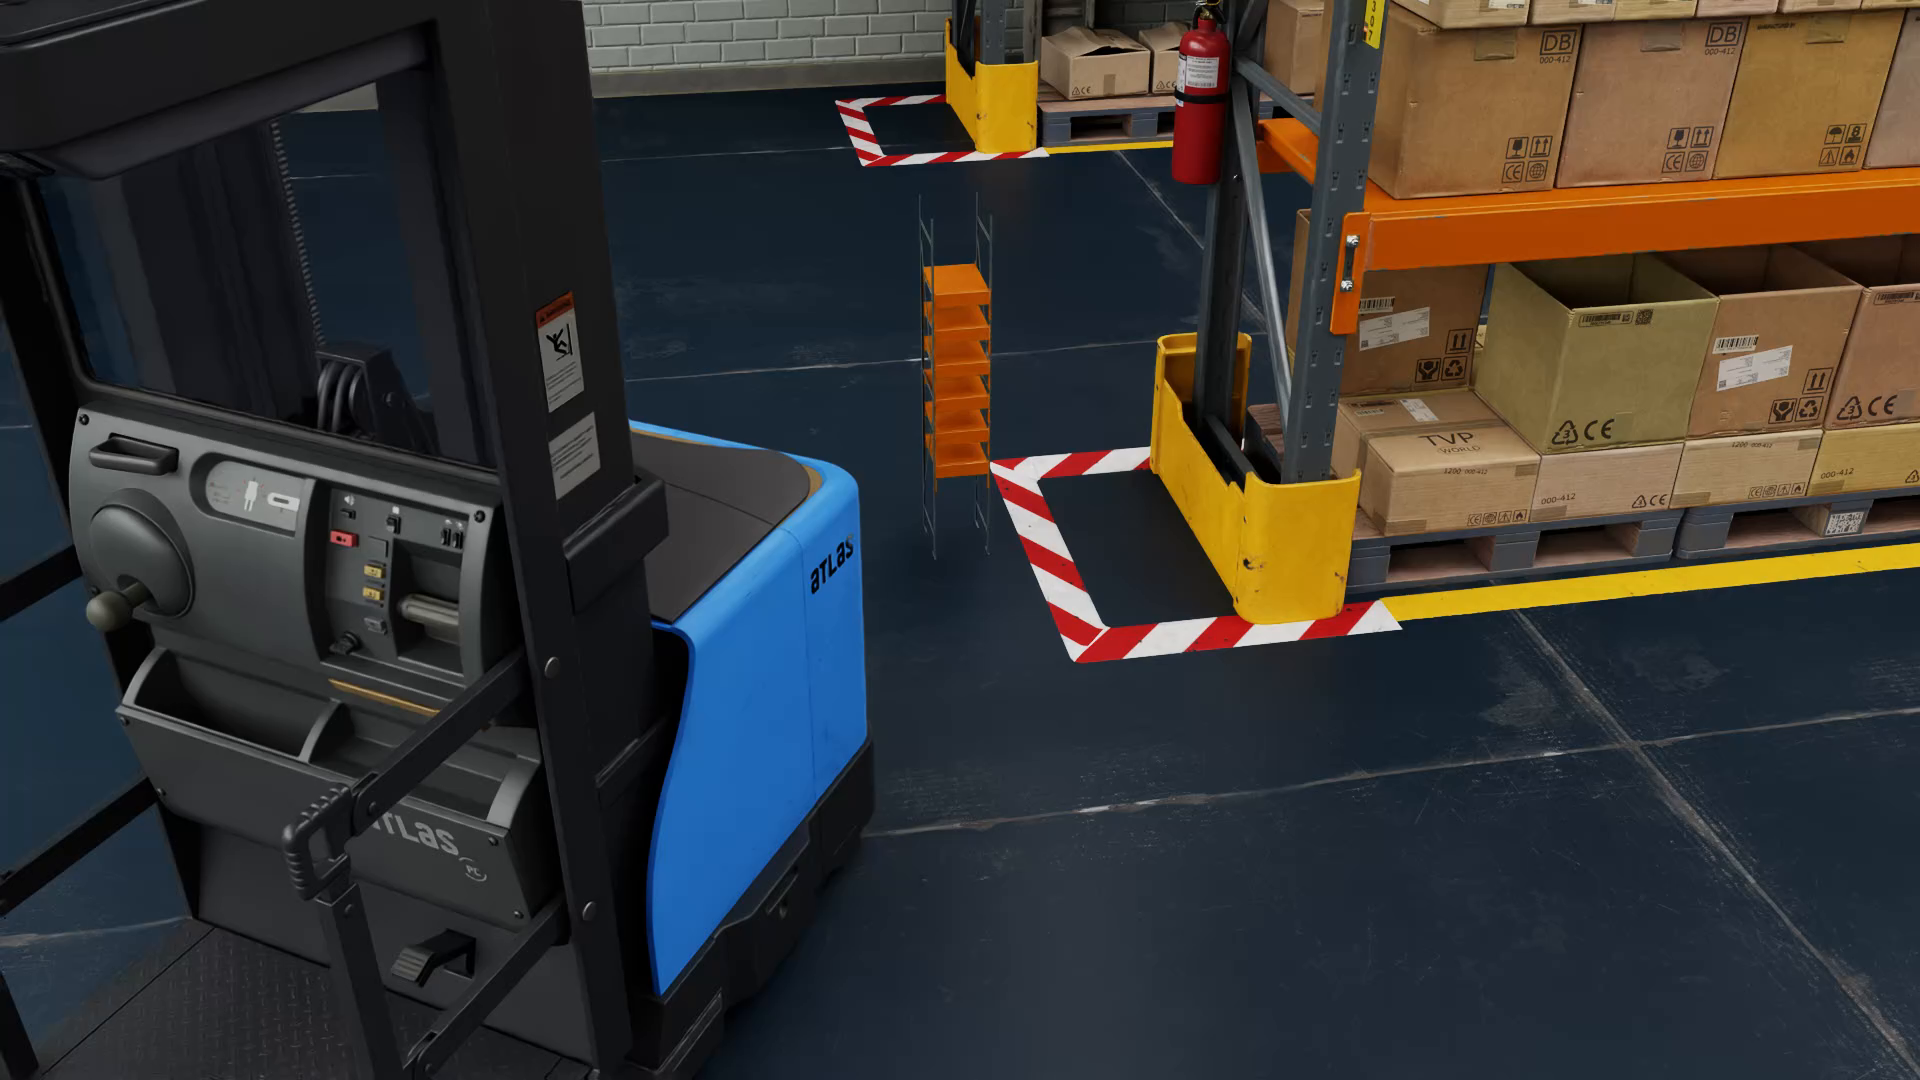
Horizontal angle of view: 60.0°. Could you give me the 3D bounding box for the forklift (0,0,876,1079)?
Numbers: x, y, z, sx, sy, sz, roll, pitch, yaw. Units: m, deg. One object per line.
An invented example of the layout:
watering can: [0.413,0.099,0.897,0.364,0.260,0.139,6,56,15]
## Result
forklift: [-1.280,0.073,2.735,1.130,2.935,3.031,13,33,20]

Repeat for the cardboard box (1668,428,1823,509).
cardboard box: [2.547,-0.353,5.690,0.500,0.250,0.500,-5,31,-9]

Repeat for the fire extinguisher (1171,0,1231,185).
fire extinguisher: [0.797,-1.514,5.442,0.183,0.674,0.296,-5,31,-9]

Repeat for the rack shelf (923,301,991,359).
rack shelf: [-0.014,-0.684,5.344,0.180,0.103,0.258,-5,31,-9]

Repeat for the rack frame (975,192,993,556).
rack frame: [0.076,-0.524,5.458,0.006,1.200,0.240,-5,31,-9]

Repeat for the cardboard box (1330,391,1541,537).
cardboard box: [1.564,-0.260,5.532,0.500,0.250,0.500,-5,31,-9]

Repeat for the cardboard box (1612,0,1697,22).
cardboard box: [1.926,-1.625,4.816,0.250,0.149,0.380,-5,31,-9]

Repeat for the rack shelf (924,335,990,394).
rack shelf: [-0.014,-0.581,5.405,0.180,0.103,0.258,-5,31,-9]

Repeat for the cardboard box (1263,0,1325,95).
cardboard box: [2.089,-3.021,9.960,0.500,0.500,0.700,-7,31,-12]

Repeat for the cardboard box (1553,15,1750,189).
cardboard box: [1.974,-1.456,5.169,0.500,0.500,0.700,-5,31,-8]

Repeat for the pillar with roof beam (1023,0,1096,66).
pillar with roof beam: [1.409,-4.731,4.918,0.400,9.000,9.100,-5,31,-9]

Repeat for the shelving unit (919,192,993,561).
shelving unit: [-0.014,-0.516,5.444,0.189,1.200,0.258,-5,31,-9]

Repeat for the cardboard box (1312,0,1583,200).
cardboard box: [1.458,-1.406,5.083,0.500,0.500,0.700,-5,31,-9]

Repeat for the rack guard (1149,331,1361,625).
rack guard: [0.973,-0.247,5.677,0.348,0.500,1.175,-5,31,-9]

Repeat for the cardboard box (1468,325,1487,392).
cardboard box: [1.961,-0.570,6.059,0.500,0.250,0.500,-5,31,-9]

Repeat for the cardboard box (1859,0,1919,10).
cardboard box: [2.688,-1.696,4.937,0.250,0.149,0.380,-6,31,-10]

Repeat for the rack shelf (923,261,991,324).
rack shelf: [-0.014,-0.788,5.284,0.180,0.103,0.258,-5,31,-9]

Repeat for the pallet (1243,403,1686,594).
pallet: [1.741,-0.215,5.908,1.213,0.211,1.003,-5,31,-9]

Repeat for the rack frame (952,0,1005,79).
rack frame: [0.101,-3.796,9.247,0.127,3.000,1.000,-5,31,-9]

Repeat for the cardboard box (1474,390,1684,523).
cardboard box: [2.055,-0.308,5.613,0.500,0.250,0.500,-5,31,-9]

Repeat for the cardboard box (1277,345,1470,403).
cardboard box: [1.471,-0.519,5.971,0.500,0.250,0.500,-5,31,-9]

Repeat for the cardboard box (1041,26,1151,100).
cardboard box: [0.797,-2.845,9.848,0.500,0.311,0.500,-9,32,-15]

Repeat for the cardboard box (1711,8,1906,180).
cardboard box: [2.463,-1.499,5.241,0.500,0.500,0.700,-5,31,-9]

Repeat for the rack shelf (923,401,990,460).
rack shelf: [-0.014,-0.374,5.527,0.180,0.103,0.258,-5,31,-9]

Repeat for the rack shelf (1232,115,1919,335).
rack shelf: [2.964,-1.199,5.540,4.000,0.370,1.077,-5,31,-9]

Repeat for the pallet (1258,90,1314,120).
pallet: [2.178,-2.767,10.248,1.213,0.211,1.003,-5,31,-9]

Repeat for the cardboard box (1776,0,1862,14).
cardboard box: [2.437,-1.673,4.897,0.250,0.149,0.380,-6,31,-11]

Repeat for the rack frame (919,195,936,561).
rack frame: [-0.104,-0.508,5.429,0.006,1.200,0.240,-5,31,-9]

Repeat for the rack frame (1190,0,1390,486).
rack frame: [0.997,-1.327,5.047,0.127,3.000,1.000,-5,31,-9]

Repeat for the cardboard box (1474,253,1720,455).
cardboard box: [2.056,-0.630,5.421,0.500,0.500,0.500,-5,31,-9]

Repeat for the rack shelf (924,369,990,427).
rack shelf: [-0.014,-0.478,5.466,0.180,0.103,0.258,-5,31,-9]

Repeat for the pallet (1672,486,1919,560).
pallet: [2.939,-0.325,6.094,1.213,0.211,1.003,-5,31,-9]

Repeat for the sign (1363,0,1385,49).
sign: [1.091,-1.457,4.336,0.005,0.325,0.100,-5,31,-9]

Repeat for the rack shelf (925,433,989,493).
rack shelf: [-0.014,-0.271,5.588,0.180,0.103,0.258,-5,31,-9]

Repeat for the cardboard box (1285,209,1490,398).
cardboard box: [1.471,-0.843,5.783,0.500,0.500,0.500,-5,31,-9]

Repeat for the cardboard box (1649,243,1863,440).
cardboard box: [2.545,-0.682,5.510,0.500,0.500,0.500,-5,31,-9]

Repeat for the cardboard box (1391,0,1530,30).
cardboard box: [1.421,-1.578,4.735,0.250,0.149,0.380,-6,31,-9]

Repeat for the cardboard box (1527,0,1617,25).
cardboard box: [1.681,-1.603,4.779,0.250,0.149,0.380,-6,31,-10]

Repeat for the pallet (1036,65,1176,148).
pallet: [0.981,-2.658,10.061,1.213,0.211,1.003,-5,31,-9]

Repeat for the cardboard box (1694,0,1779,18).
cardboard box: [2.175,-1.647,4.853,0.250,0.149,0.380,-6,31,-10]

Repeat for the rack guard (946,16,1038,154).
rack guard: [0.175,-2.725,9.892,0.348,0.500,1.175,-5,31,-9]

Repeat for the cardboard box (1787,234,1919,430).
cardboard box: [3.040,-0.719,5.572,0.500,0.500,0.500,-5,31,-9]

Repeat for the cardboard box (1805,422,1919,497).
cardboard box: [3.040,-0.397,5.763,0.500,0.250,0.500,-5,31,-9]

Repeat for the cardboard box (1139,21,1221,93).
cardboard box: [1.358,-2.897,9.936,0.500,0.311,0.500,-3,31,-5]

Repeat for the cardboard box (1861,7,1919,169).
cardboard box: [2.980,-1.549,5.326,0.500,0.500,0.700,-4,31,-7]
